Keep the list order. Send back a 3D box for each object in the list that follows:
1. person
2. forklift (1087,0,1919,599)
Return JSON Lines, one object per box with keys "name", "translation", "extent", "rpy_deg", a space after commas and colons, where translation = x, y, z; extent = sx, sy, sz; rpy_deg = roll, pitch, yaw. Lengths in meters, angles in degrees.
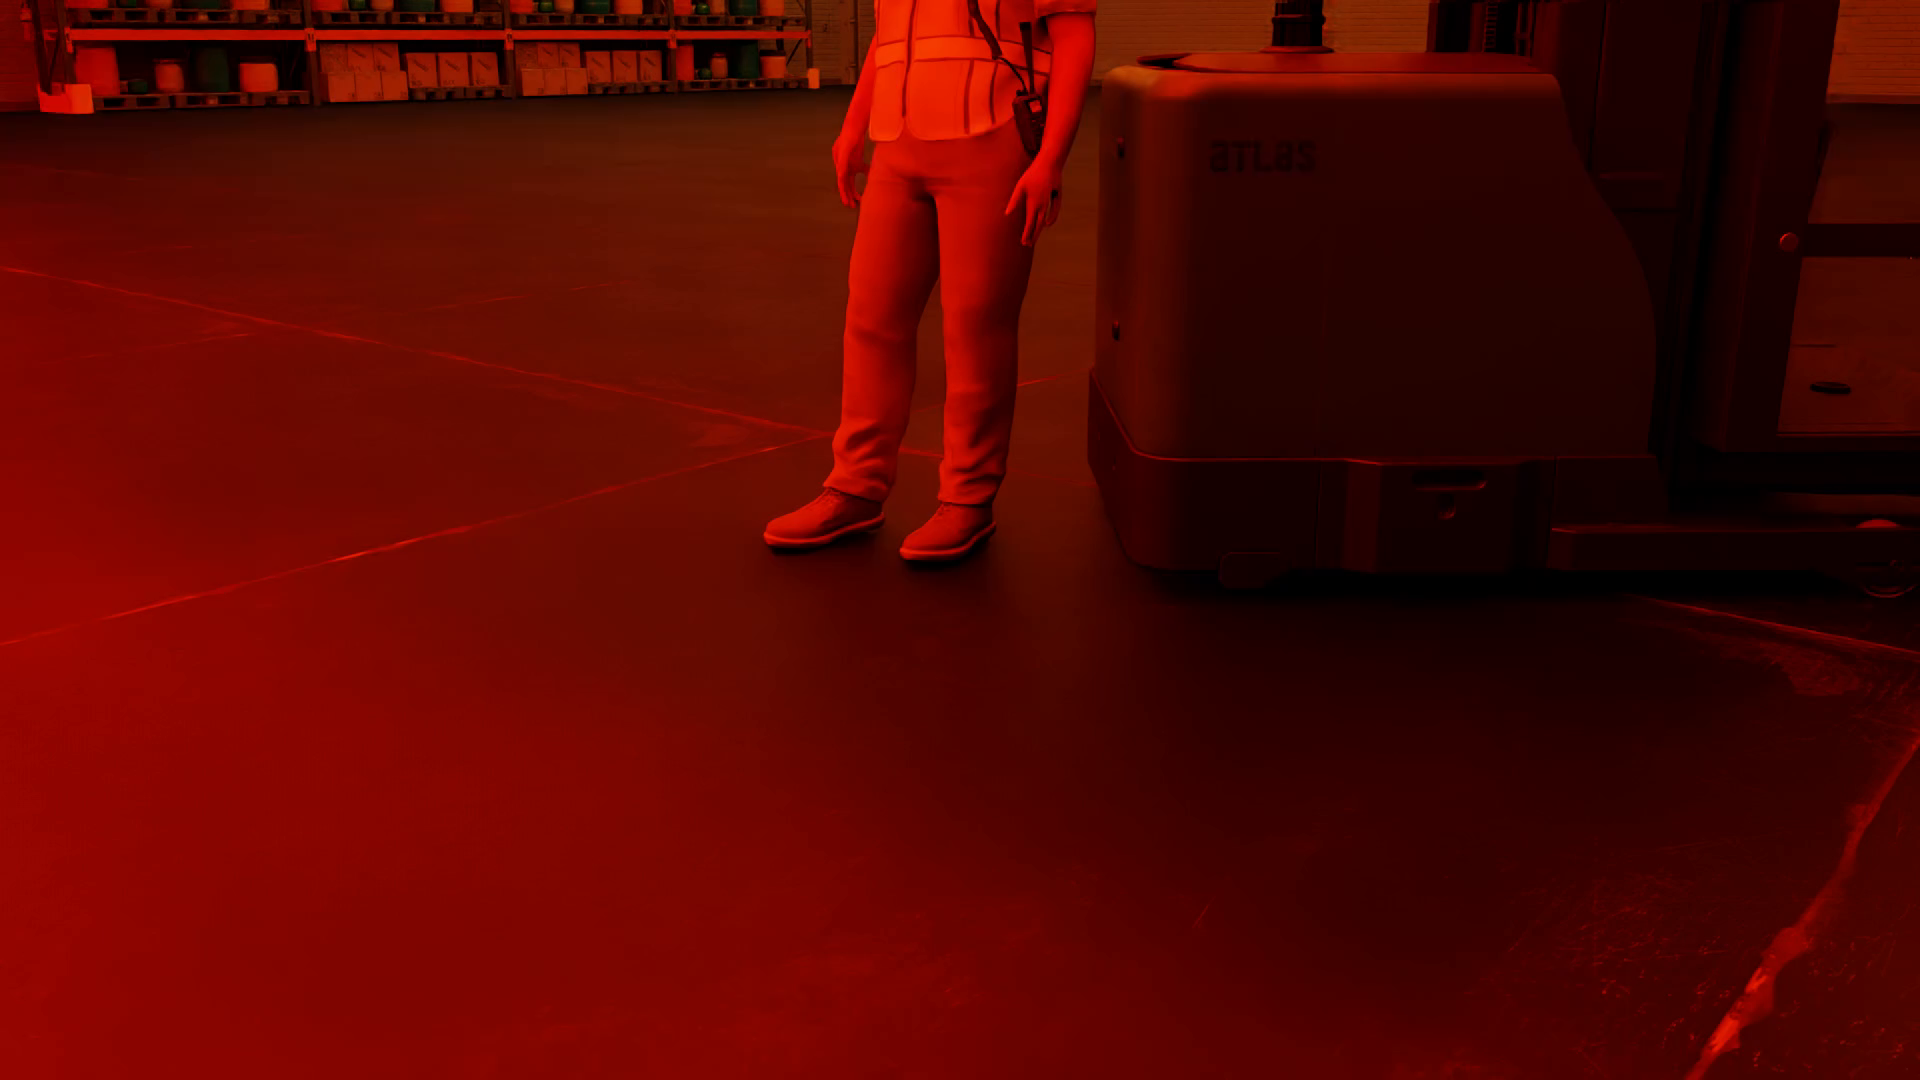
{"name": "person", "translation": [-0.059, -0.844, 3.631], "extent": [0.640, 1.781, 0.575], "rpy_deg": [13, 21, 37]}
{"name": "forklift", "translation": [1.862, -1.432, 3.614], "extent": [3.031, 2.935, 1.130], "rpy_deg": [0, 17, -2]}
